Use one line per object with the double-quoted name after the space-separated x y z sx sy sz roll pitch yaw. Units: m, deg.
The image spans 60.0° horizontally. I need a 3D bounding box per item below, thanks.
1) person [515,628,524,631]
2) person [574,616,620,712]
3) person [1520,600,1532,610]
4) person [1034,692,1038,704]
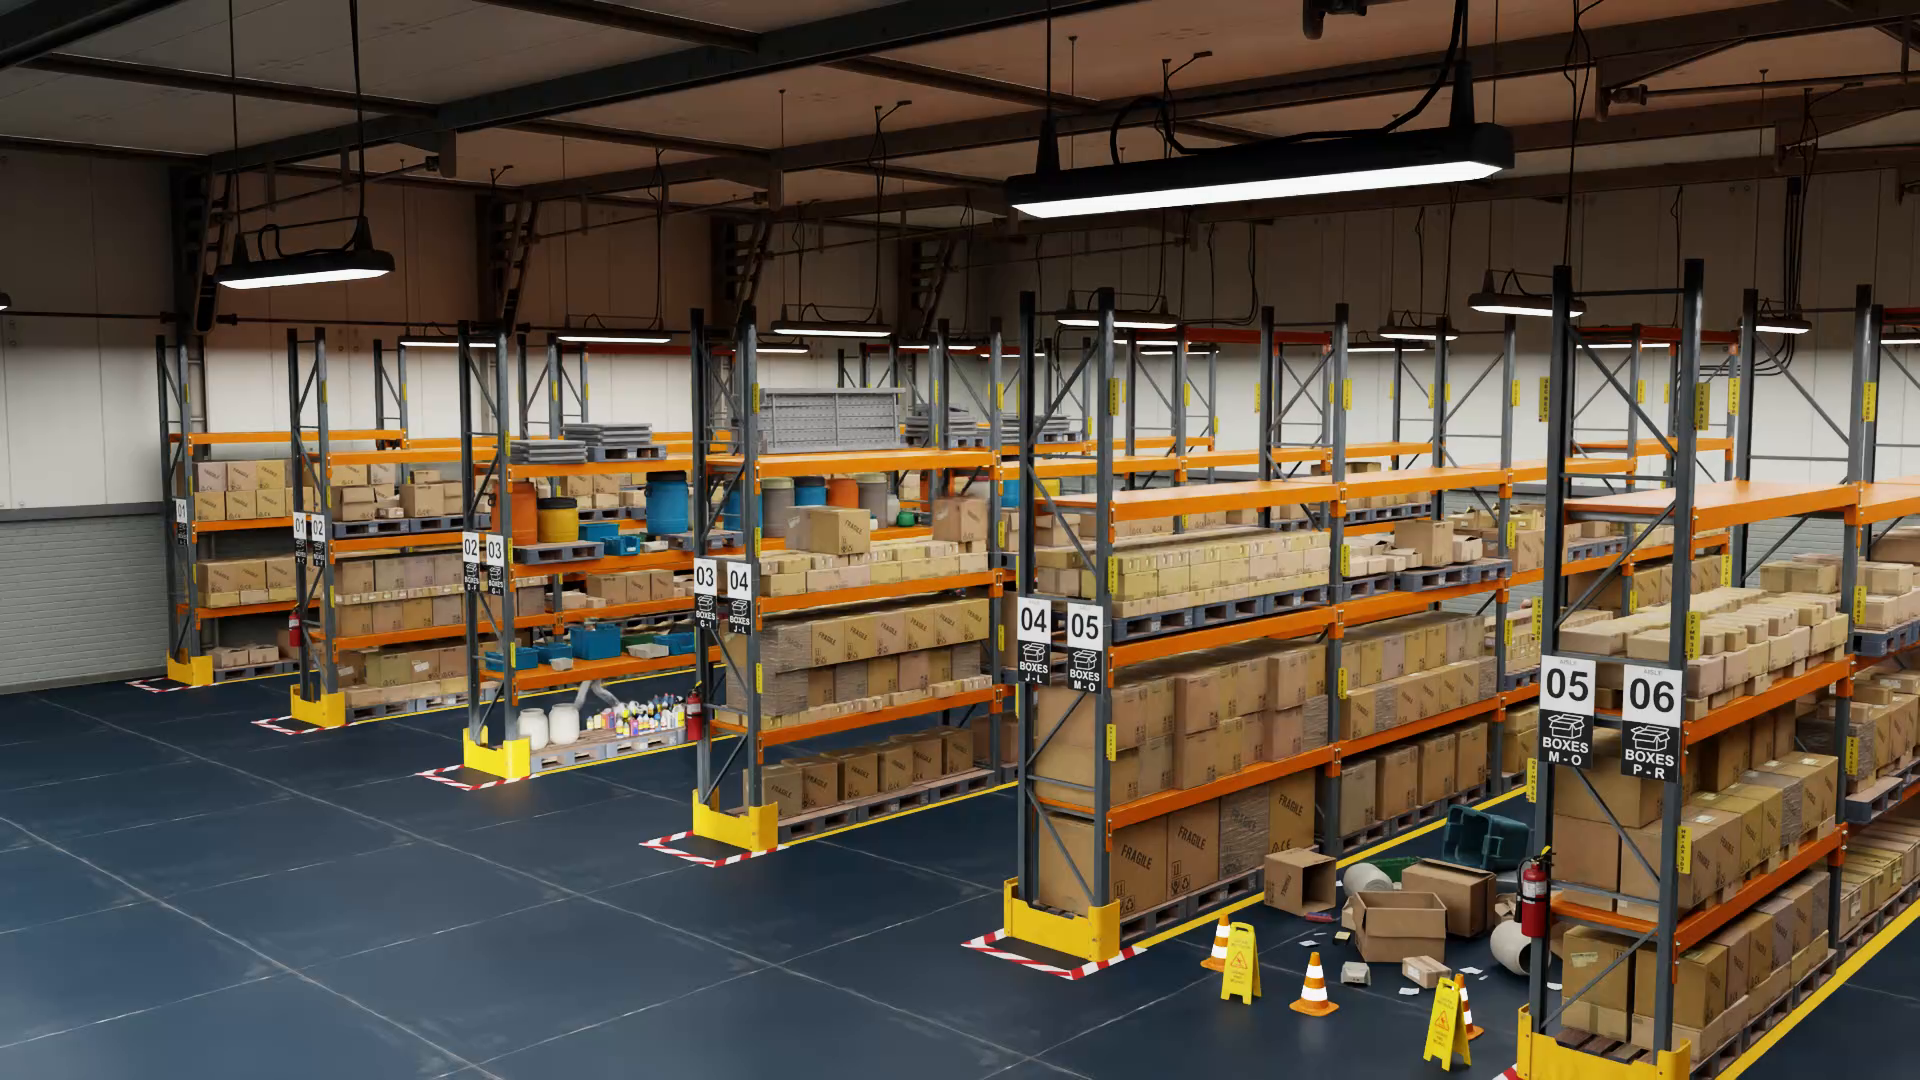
-8.071 1.561 29.676 0.693 1.647 0.631 -5 7 -44 "person"
-5.694 1.959 25.598 1.097 1.578 0.464 -4 6 -34 "person"
9.246 1.787 27.274 0.511 1.644 1.121 -1 5 -8 "person"
1.259 1.995 24.971 0.506 1.706 0.403 5 7 43 "person"
